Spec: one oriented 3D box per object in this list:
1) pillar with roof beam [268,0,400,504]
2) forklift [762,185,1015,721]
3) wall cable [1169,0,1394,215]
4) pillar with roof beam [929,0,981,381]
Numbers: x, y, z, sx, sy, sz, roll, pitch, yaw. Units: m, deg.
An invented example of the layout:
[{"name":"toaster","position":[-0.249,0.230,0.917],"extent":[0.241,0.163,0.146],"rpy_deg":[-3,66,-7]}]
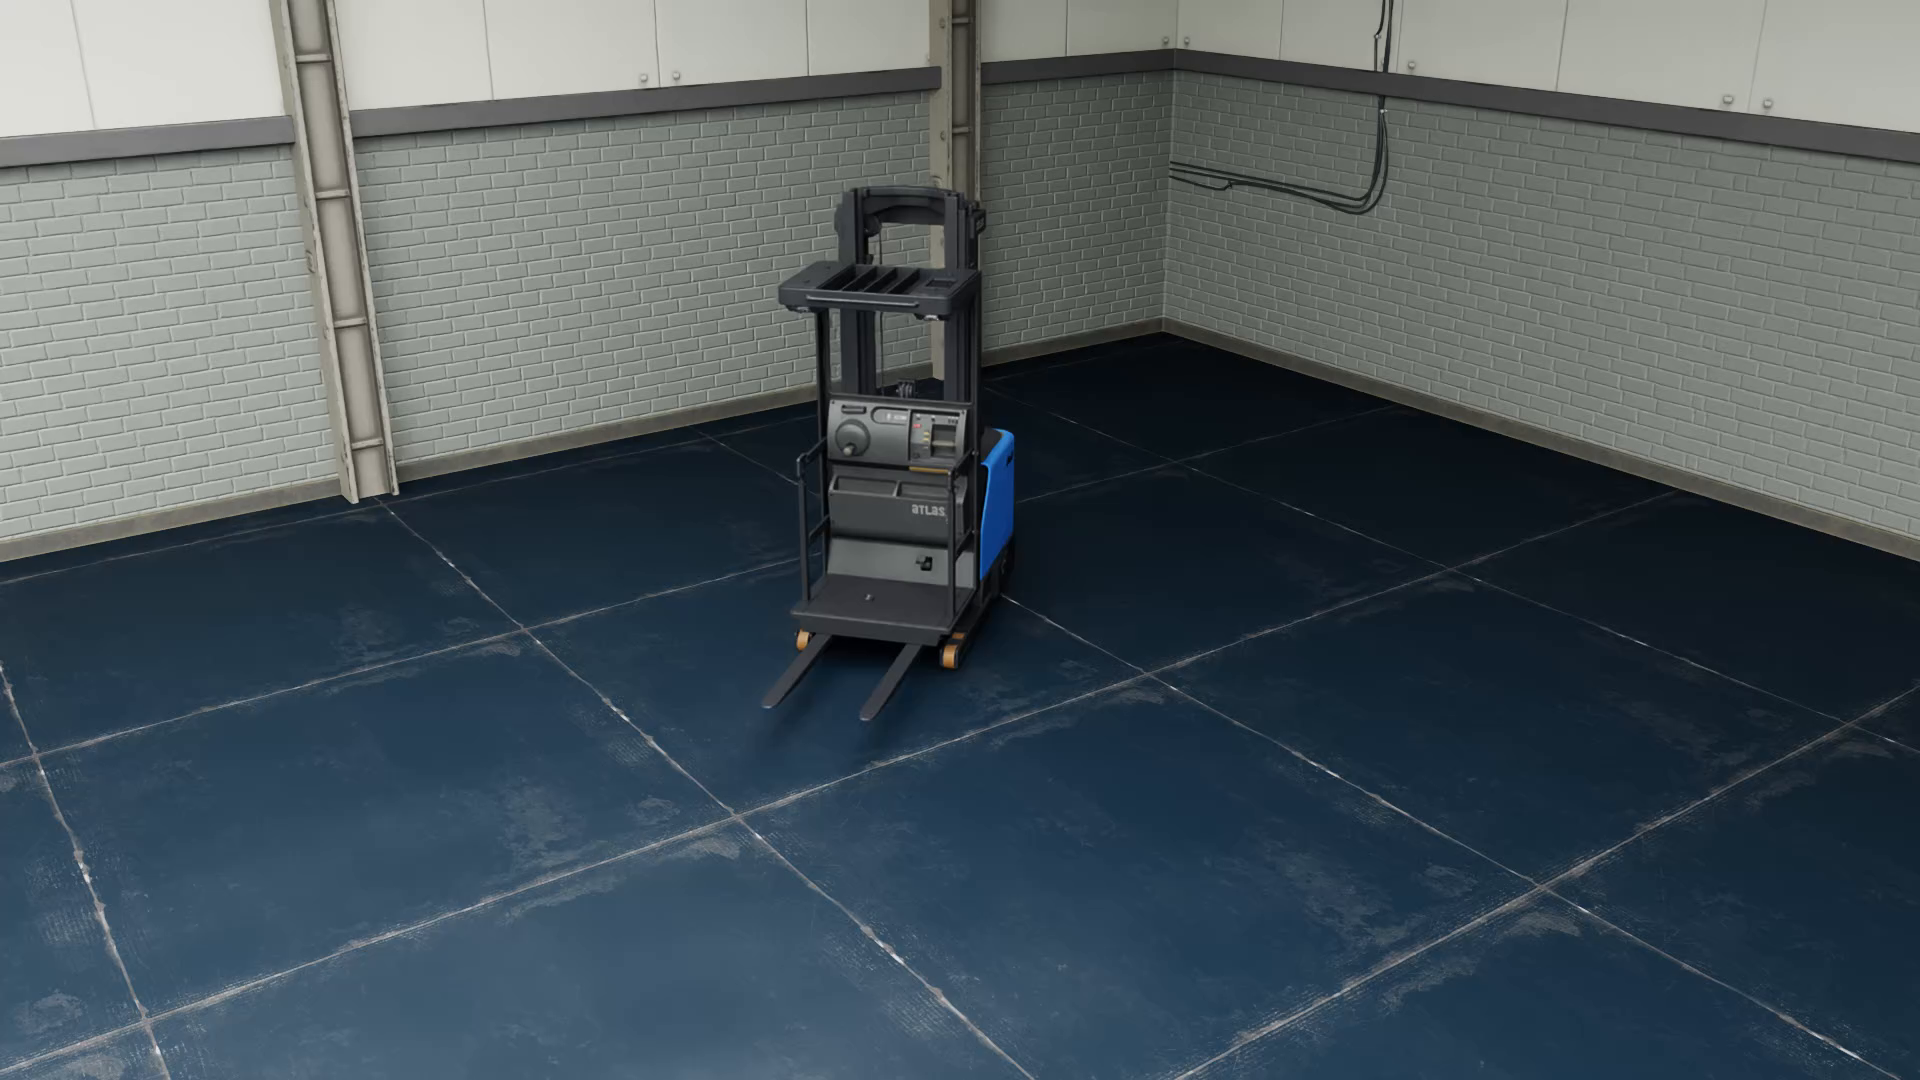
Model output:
[{"name":"pillar with roof beam","position":[-2.402,-3.271,8.952],"extent":[0.400,9.000,9.100],"rpy_deg":[-15,26,-33]},{"name":"forklift","position":[-0.464,-0.680,10.645],"extent":[1.130,2.935,3.031],"rpy_deg":[6,22,14]},{"name":"wall cable","position":[3.117,-4.663,16.629],"extent":[0.112,2.526,3.097],"rpy_deg":[-15,26,-33]},{"name":"pillar with roof beam","position":[2.468,-4.570,12.207],"extent":[0.400,9.000,9.100],"rpy_deg":[-15,26,-33]}]
